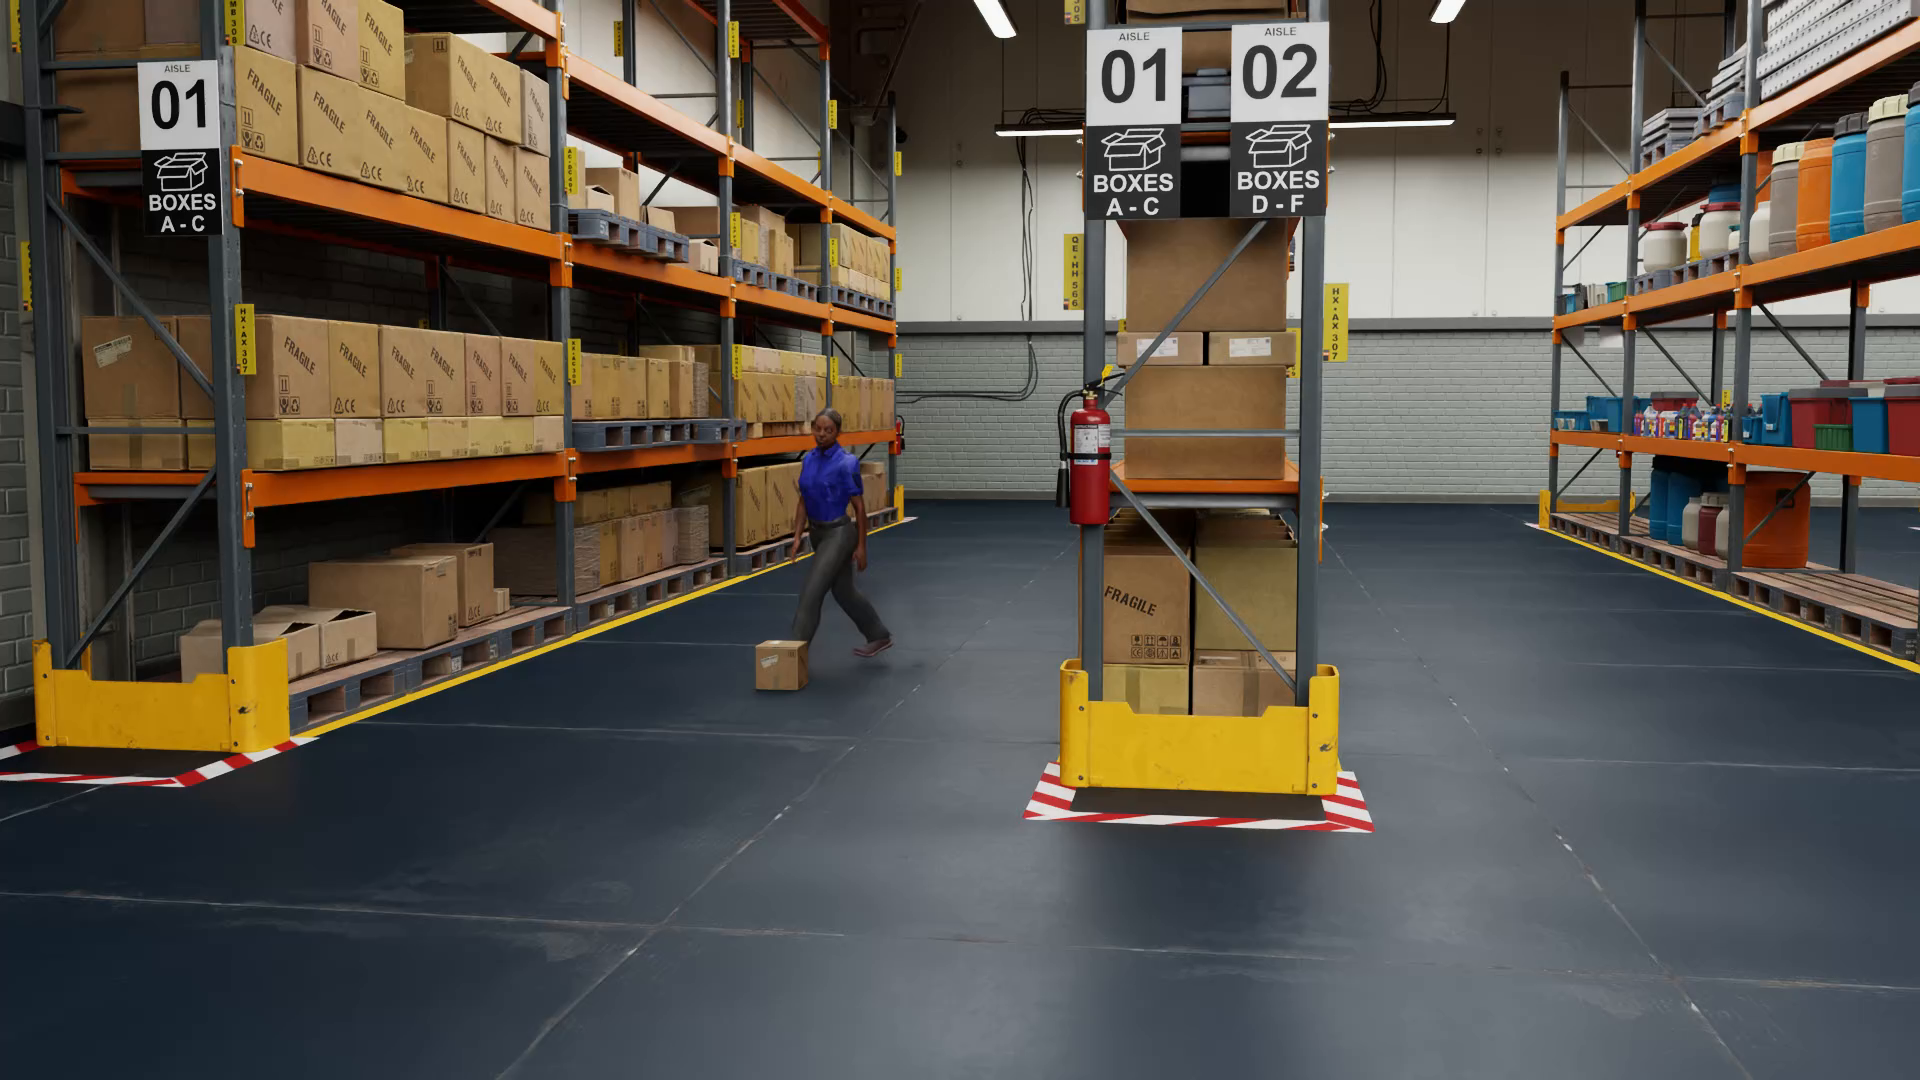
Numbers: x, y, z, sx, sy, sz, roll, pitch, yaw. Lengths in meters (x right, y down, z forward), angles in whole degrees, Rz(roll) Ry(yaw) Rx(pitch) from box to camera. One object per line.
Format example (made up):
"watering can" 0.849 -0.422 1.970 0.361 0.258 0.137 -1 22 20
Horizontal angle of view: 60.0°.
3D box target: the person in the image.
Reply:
"person" -0.775 -0.002 10.107 1.029 1.602 0.433 -3 6 -37
